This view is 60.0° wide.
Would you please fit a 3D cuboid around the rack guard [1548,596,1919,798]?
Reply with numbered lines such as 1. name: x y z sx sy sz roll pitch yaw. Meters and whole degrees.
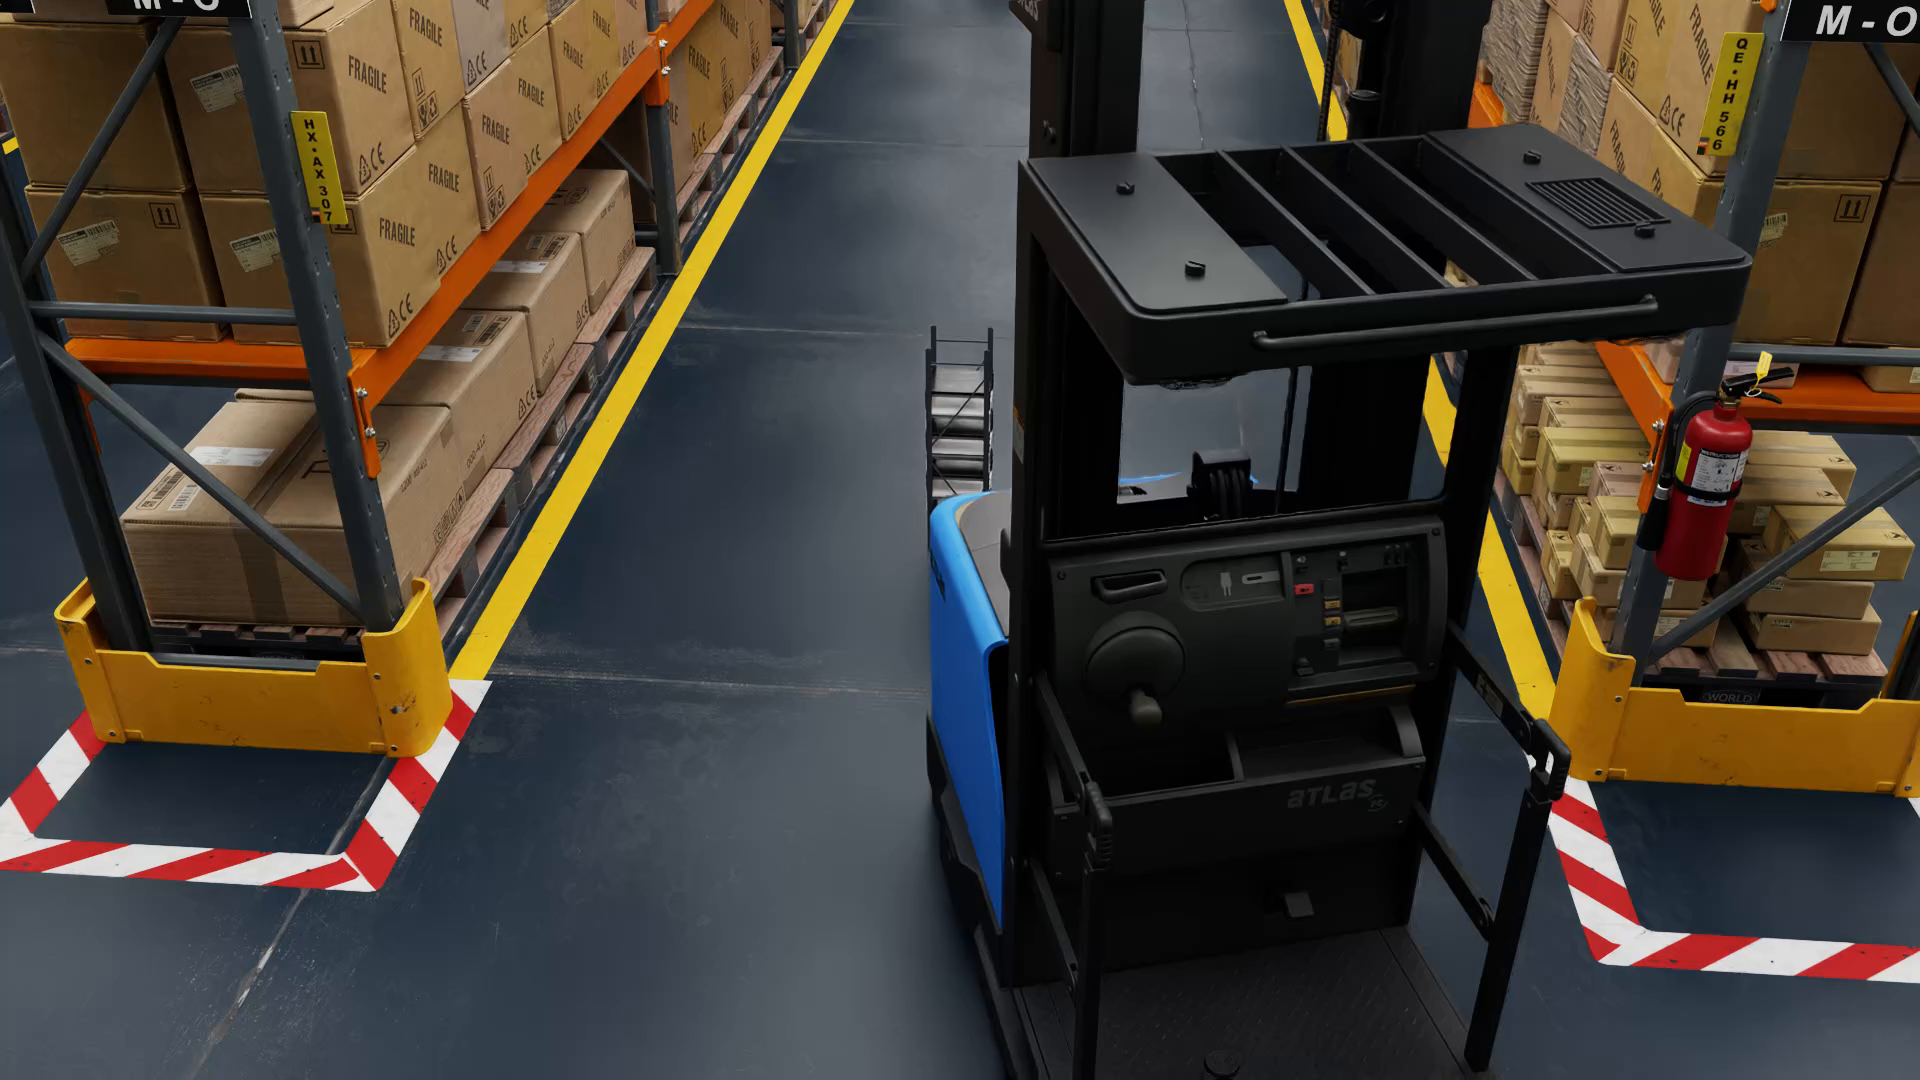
1. rack guard: 2.590 0.512 5.443 1.175 0.500 0.348 2 32 4

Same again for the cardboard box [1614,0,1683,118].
1. cardboard box: 2.414 -1.622 5.192 0.500 0.500 0.500 1 32 2

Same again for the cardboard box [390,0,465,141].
1. cardboard box: -2.000 -1.649 5.518 0.500 0.500 0.500 2 32 3

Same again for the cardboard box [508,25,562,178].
1. cardboard box: -1.936 -1.746 6.629 0.500 0.500 0.500 3 32 6

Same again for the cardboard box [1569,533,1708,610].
1. cardboard box: 2.342 0.107 5.750 0.380 0.149 0.250 2 32 3

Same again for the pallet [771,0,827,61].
1. pallet: -1.642 -4.076 13.163 1.003 0.211 1.213 2 32 4

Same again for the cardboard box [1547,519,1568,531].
1. cardboard box: 2.446 -0.035 6.265 0.380 0.149 0.250 2 32 4

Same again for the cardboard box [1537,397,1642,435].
1. cardboard box: 2.431 -0.421 6.324 0.380 0.149 0.250 1 32 2

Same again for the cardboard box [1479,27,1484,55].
1. cardboard box: 2.618 -2.525 7.610 0.500 0.500 0.500 2 32 3

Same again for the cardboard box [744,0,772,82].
1. cardboard box: -1.846 -3.771 11.635 0.875 0.875 0.875 2 32 4

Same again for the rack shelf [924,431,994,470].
1. rack shelf: -0.001 -0.350 6.524 0.258 0.077 0.200 2 32 4

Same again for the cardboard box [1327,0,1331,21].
1. cardboard box: 3.374 -4.232 12.501 1.050 0.750 0.750 2 32 3

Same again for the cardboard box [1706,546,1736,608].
1. cardboard box: 2.885 0.122 6.011 0.380 0.149 0.250 2 32 4

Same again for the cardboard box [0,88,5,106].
1. cardboard box: -6.589 -3.142 10.971 0.500 0.500 0.500 1 32 2

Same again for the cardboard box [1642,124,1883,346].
1. cardboard box: 2.364 -0.928 5.018 0.500 0.500 0.500 3 32 5

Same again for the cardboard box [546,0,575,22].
1. cardboard box: -1.877 -2.441 6.804 0.500 0.500 0.500 3 32 5

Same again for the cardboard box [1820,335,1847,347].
1. cardboard box: 2.916 -0.696 5.260 0.380 0.149 0.250 4 32 6

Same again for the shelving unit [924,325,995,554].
1. shelving unit: -0.001 -0.379 6.507 0.258 0.900 0.210 2 32 4

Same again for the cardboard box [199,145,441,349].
1. cardboard box: -2.033 -0.953 5.341 0.500 0.500 0.500 2 32 4

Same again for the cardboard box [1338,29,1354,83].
1. cardboard box: 2.923 -3.452 11.474 0.500 0.500 0.500 1 32 2

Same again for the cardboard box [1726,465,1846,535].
1. cardboard box: 2.867 -0.140 5.868 0.380 0.149 0.250 3 32 5

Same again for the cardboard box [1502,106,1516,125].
1. cardboard box: 2.530 -1.812 7.071 0.380 0.149 0.250 3 32 5

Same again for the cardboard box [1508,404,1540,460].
1. cardboard box: 2.412 -0.436 6.632 0.380 0.149 0.250 3 32 5

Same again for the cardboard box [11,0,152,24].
1. cardboard box: -2.529 -1.612 4.840 0.380 0.149 0.250 3 32 5

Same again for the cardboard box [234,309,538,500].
1. cardboard box: -2.338 -0.588 6.886 0.875 0.438 0.875 3 32 5

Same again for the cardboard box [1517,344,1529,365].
1. cardboard box: 2.522 -0.835 6.996 0.380 0.149 0.250 3 32 4

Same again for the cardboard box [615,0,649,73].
1. cardboard box: -1.816 -2.552 7.937 0.500 0.500 0.500 3 32 4

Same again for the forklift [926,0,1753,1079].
1. forklift: 0.704 0.240 3.567 1.130 2.935 3.031 -6 32 -10

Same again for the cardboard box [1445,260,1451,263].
1. cardboard box: 2.559 -1.393 8.468 0.380 0.149 0.250 1 32 2

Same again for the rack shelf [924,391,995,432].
1. rack shelf: -0.001 -0.504 6.430 0.258 0.077 0.200 2 32 4

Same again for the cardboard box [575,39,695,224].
1. cardboard box: -2.062 -2.365 9.353 0.875 0.875 0.875 3 32 6

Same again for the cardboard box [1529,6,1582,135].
1. cardboard box: 2.493 -1.723 6.308 0.500 0.500 0.500 4 32 6

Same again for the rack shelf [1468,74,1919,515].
1. rack shelf: 2.746 -1.252 6.609 1.077 0.370 4.000 2 32 4

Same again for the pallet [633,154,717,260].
1. pallet: -2.045 -1.982 9.766 1.003 0.211 1.213 2 32 4

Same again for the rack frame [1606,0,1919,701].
1. rack frame: 2.584 -0.513 4.723 1.000 3.000 0.127 2 32 4

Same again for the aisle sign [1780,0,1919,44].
1. aisle sign: 2.279 -1.594 4.000 0.394 0.787 0.004 2 32 4

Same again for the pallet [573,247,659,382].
1. pallet: -2.172 -1.182 8.466 1.003 0.211 1.213 2 32 4

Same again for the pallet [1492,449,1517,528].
1. pallet: 2.793 -0.425 7.238 1.003 0.211 1.213 2 32 4

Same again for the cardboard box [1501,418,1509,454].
1. cardboard box: 2.454 -0.443 6.927 0.380 0.149 0.250 3 32 5

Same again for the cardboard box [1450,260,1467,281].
1. cardboard box: 2.630 -1.384 8.170 0.380 0.149 0.250 3 32 4

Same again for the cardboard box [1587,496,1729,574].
1. cardboard box: 2.374 -0.019 5.671 0.380 0.149 0.250 3 32 5

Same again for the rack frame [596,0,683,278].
1. rack frame: -2.033 -2.763 8.374 1.000 3.000 0.127 2 32 4

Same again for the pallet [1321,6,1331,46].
1. pallet: 3.374 -3.918 12.906 1.003 0.211 1.213 2 32 4

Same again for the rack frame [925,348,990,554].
1. rack frame: -0.009 -0.326 6.421 0.240 0.900 0.006 2 32 4
